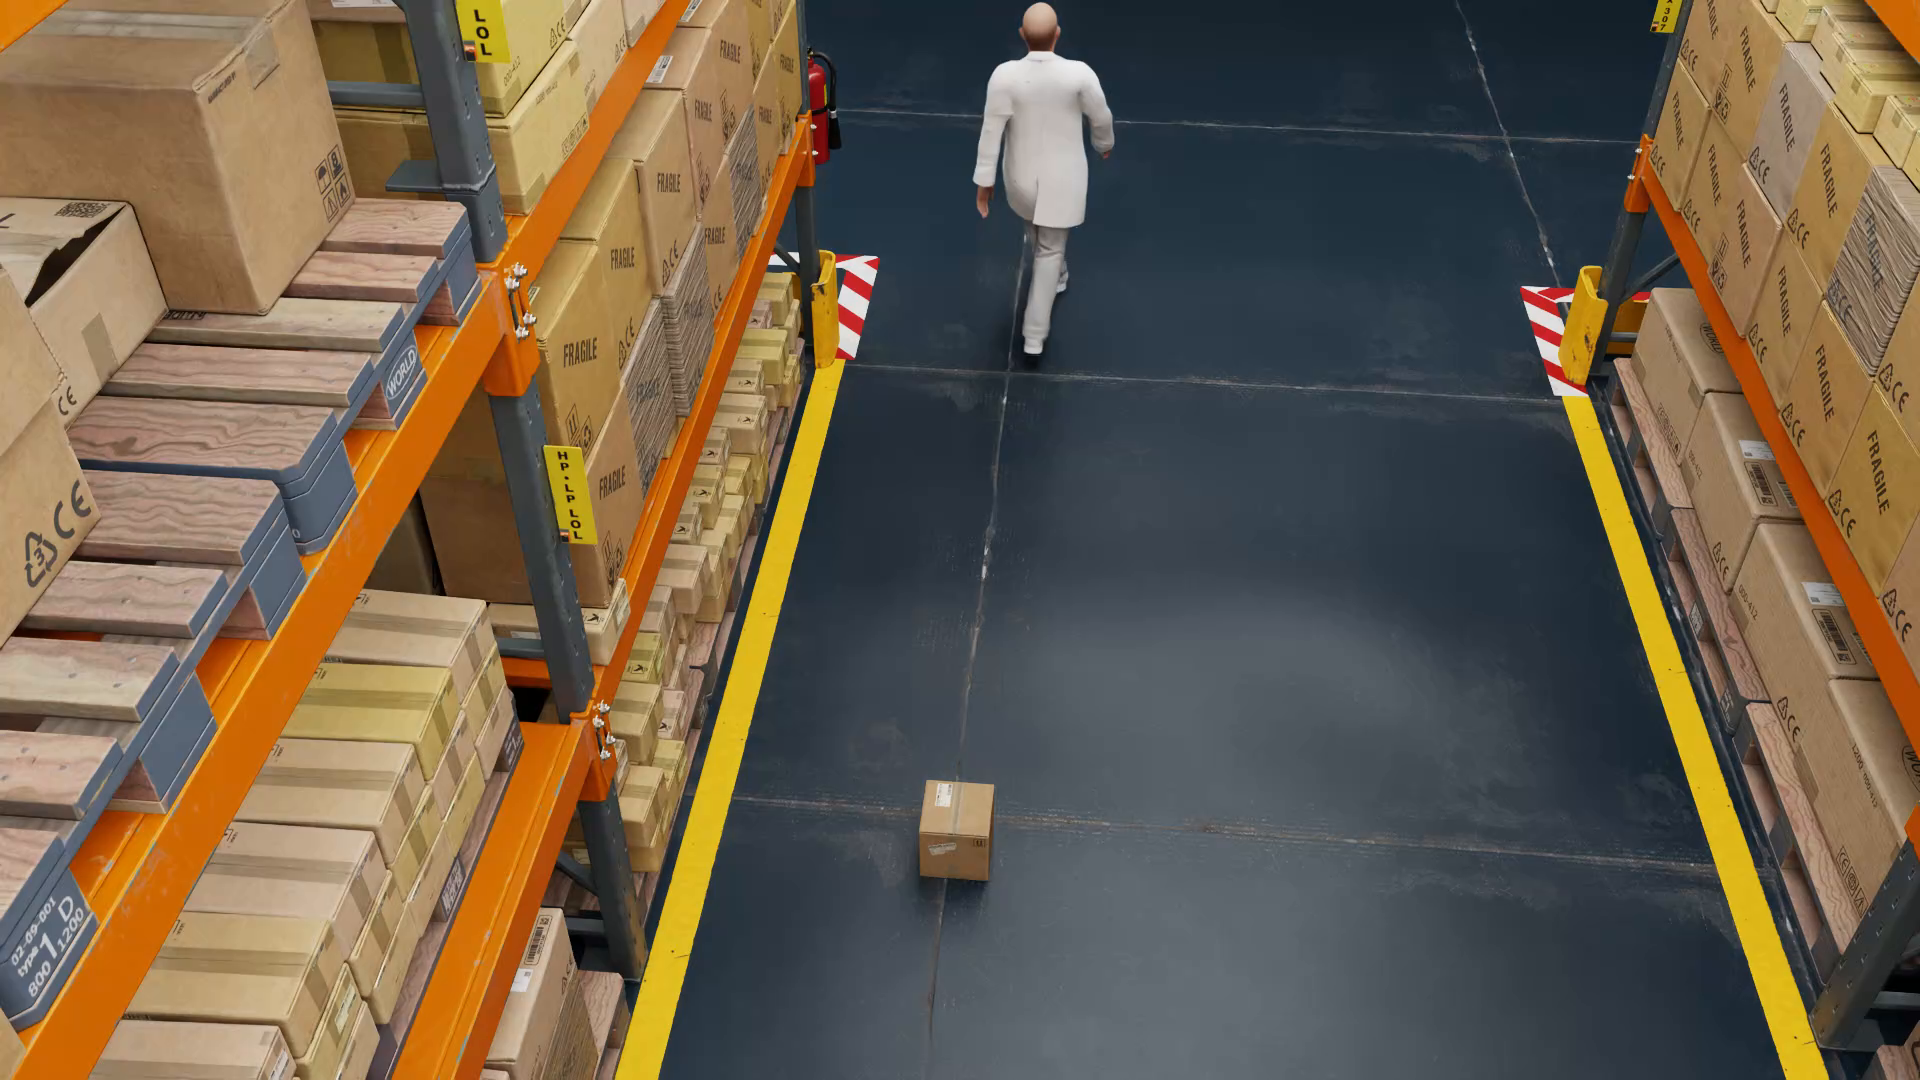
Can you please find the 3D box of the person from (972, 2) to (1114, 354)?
[{"bbox_3d":[0.436,-1.915,8.466,0.650,1.724,1.052,9,40,10],"label":"person"}]
